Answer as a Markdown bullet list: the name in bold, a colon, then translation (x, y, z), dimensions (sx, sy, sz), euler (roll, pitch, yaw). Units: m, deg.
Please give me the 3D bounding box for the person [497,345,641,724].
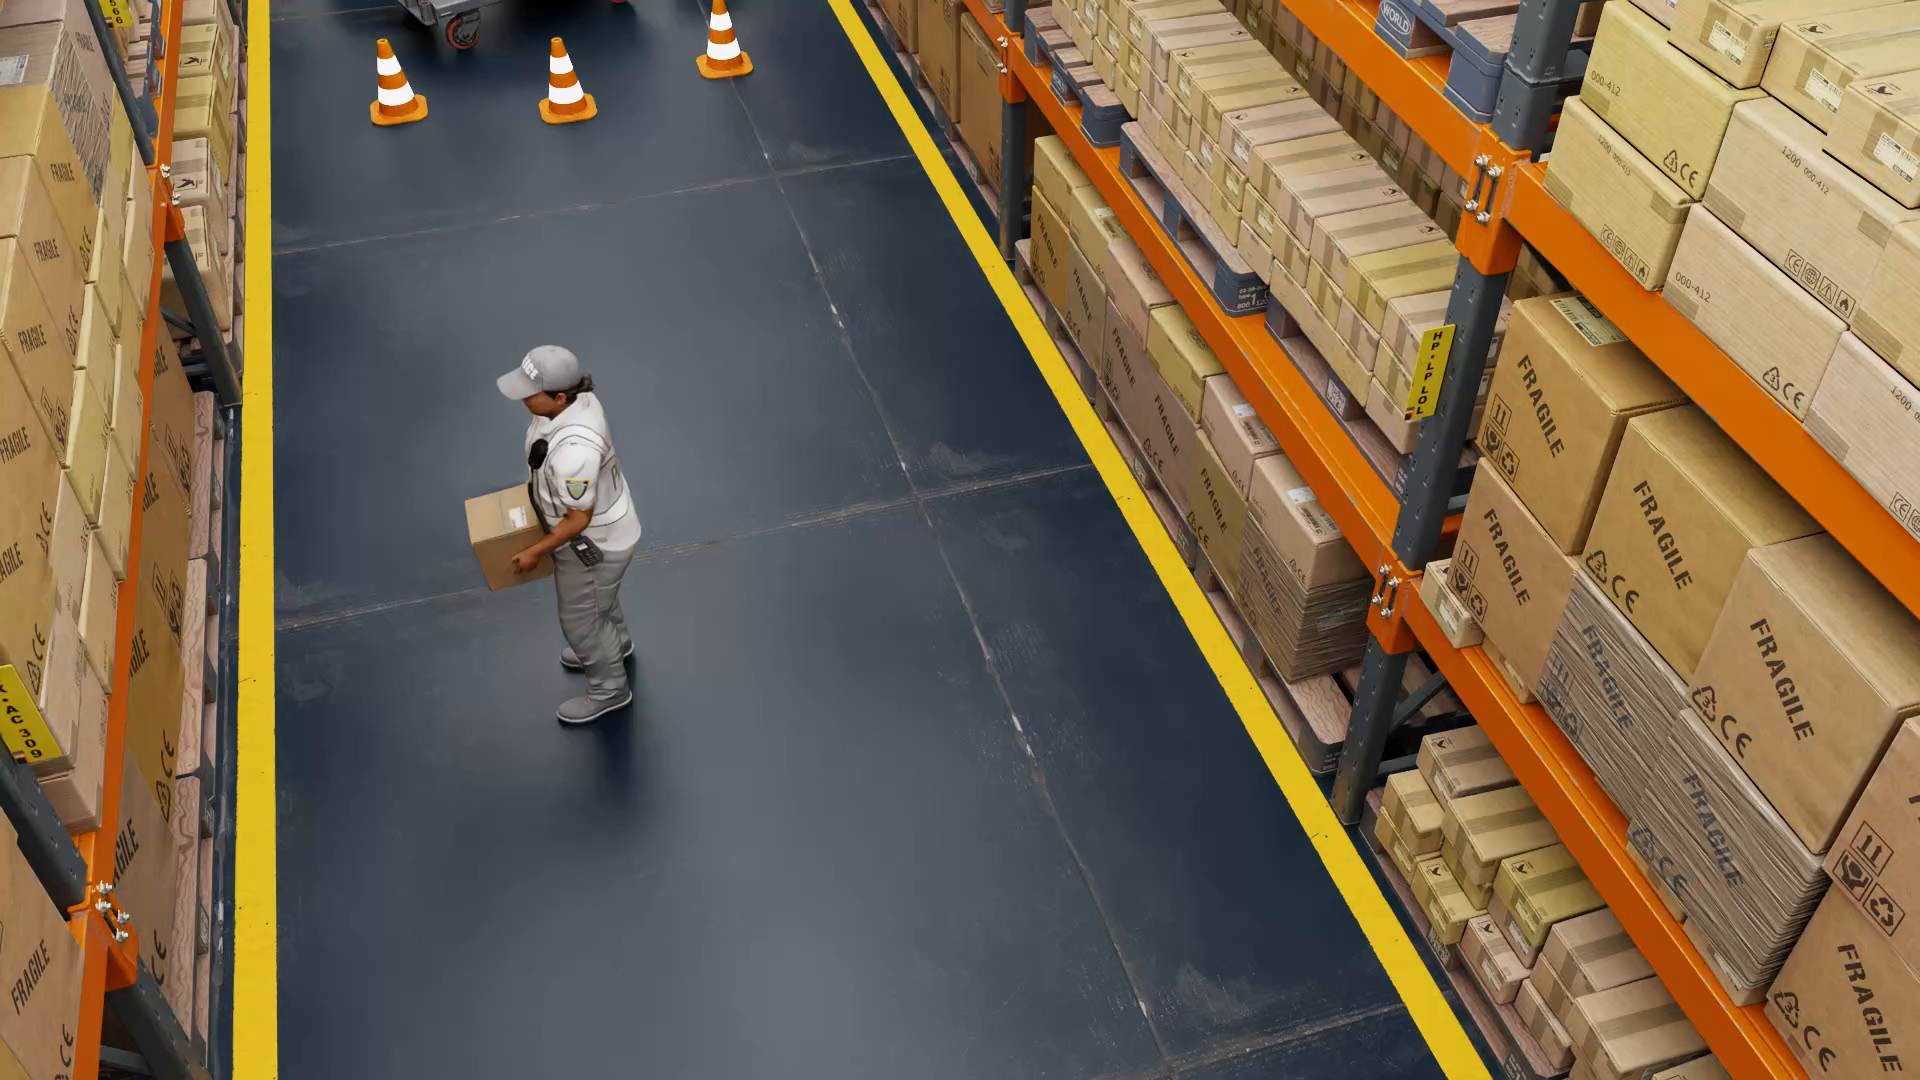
- **person**: translation (-1.441, -0.024, 6.179), dimensions (0.490, 1.671, 0.493), euler (-12, 44, -13)
